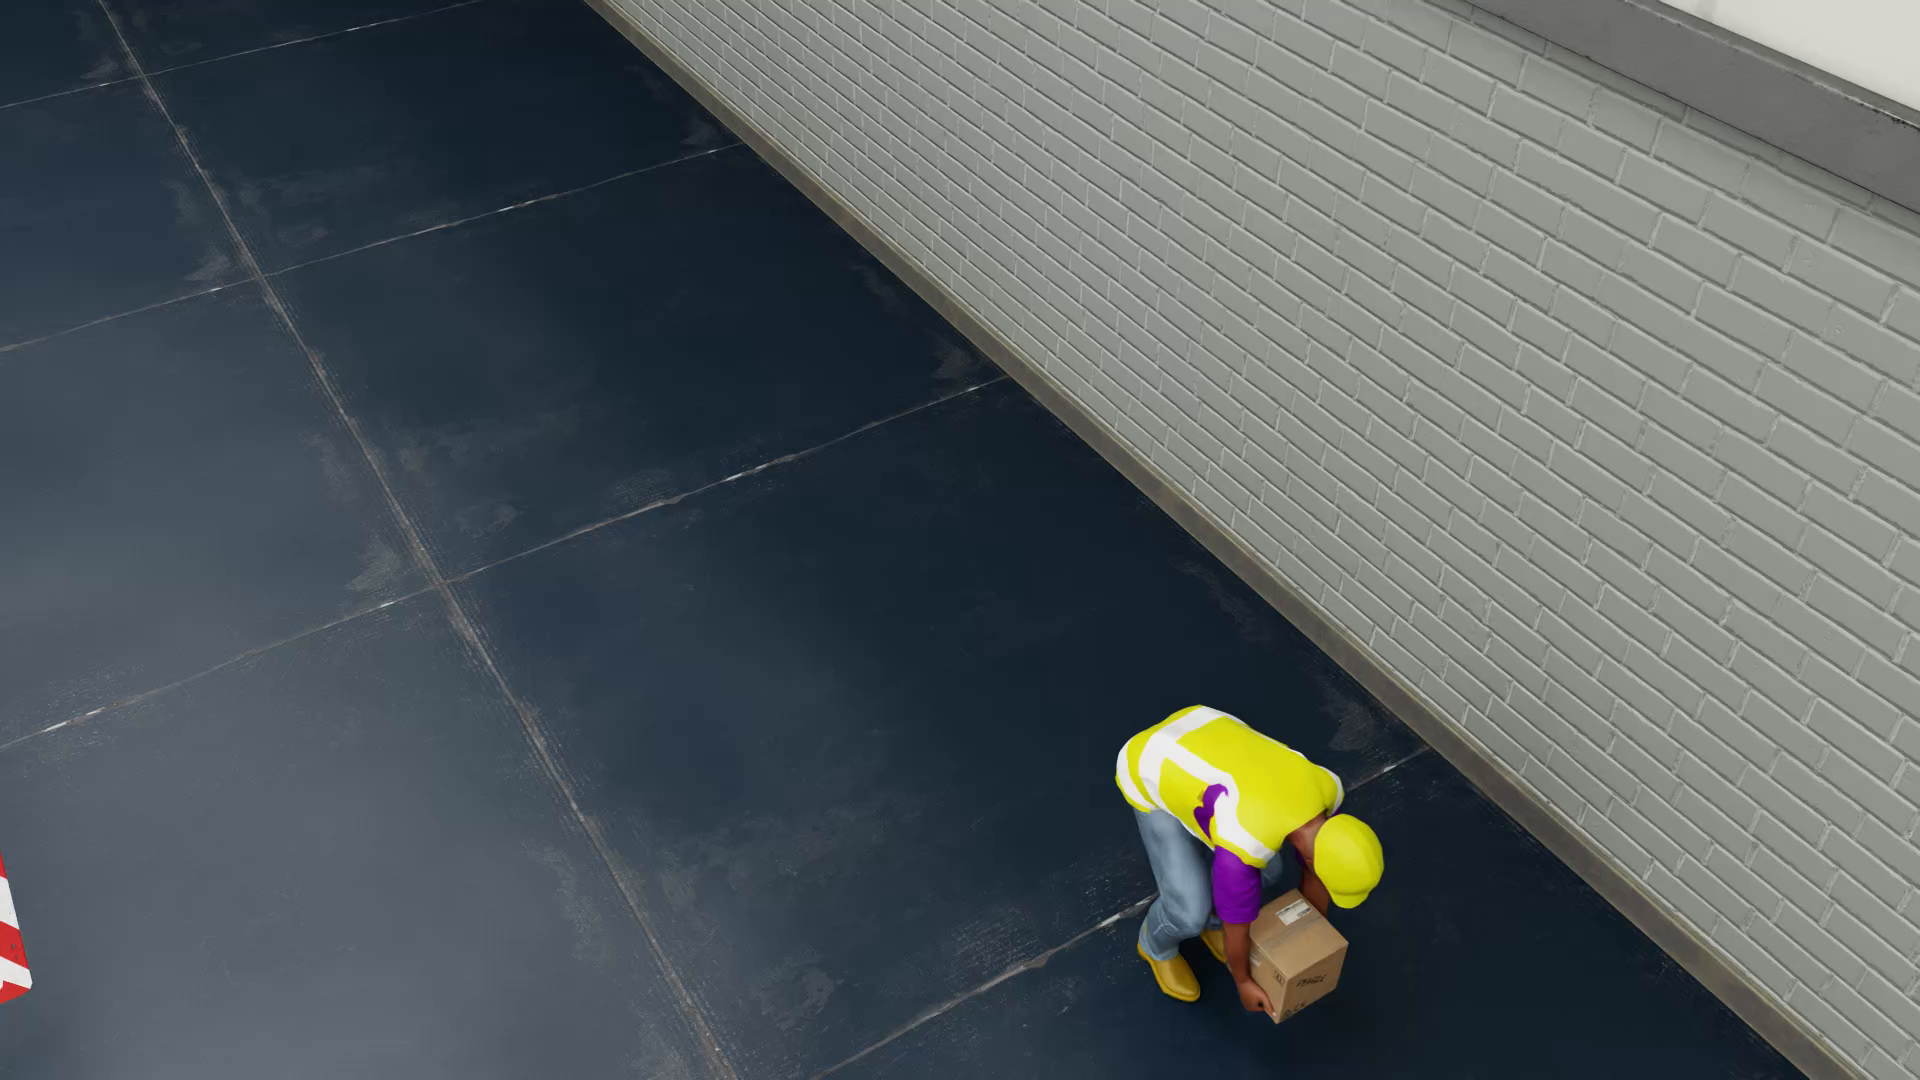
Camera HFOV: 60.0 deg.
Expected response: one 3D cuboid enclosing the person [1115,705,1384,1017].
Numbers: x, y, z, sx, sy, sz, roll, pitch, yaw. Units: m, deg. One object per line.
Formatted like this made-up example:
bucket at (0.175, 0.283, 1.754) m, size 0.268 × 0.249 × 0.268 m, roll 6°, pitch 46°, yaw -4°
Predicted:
person at (0.910, 1.074, 5.343) m, size 0.503 × 1.166 × 0.956 m, roll -25°, pitch 46°, yaw -26°
